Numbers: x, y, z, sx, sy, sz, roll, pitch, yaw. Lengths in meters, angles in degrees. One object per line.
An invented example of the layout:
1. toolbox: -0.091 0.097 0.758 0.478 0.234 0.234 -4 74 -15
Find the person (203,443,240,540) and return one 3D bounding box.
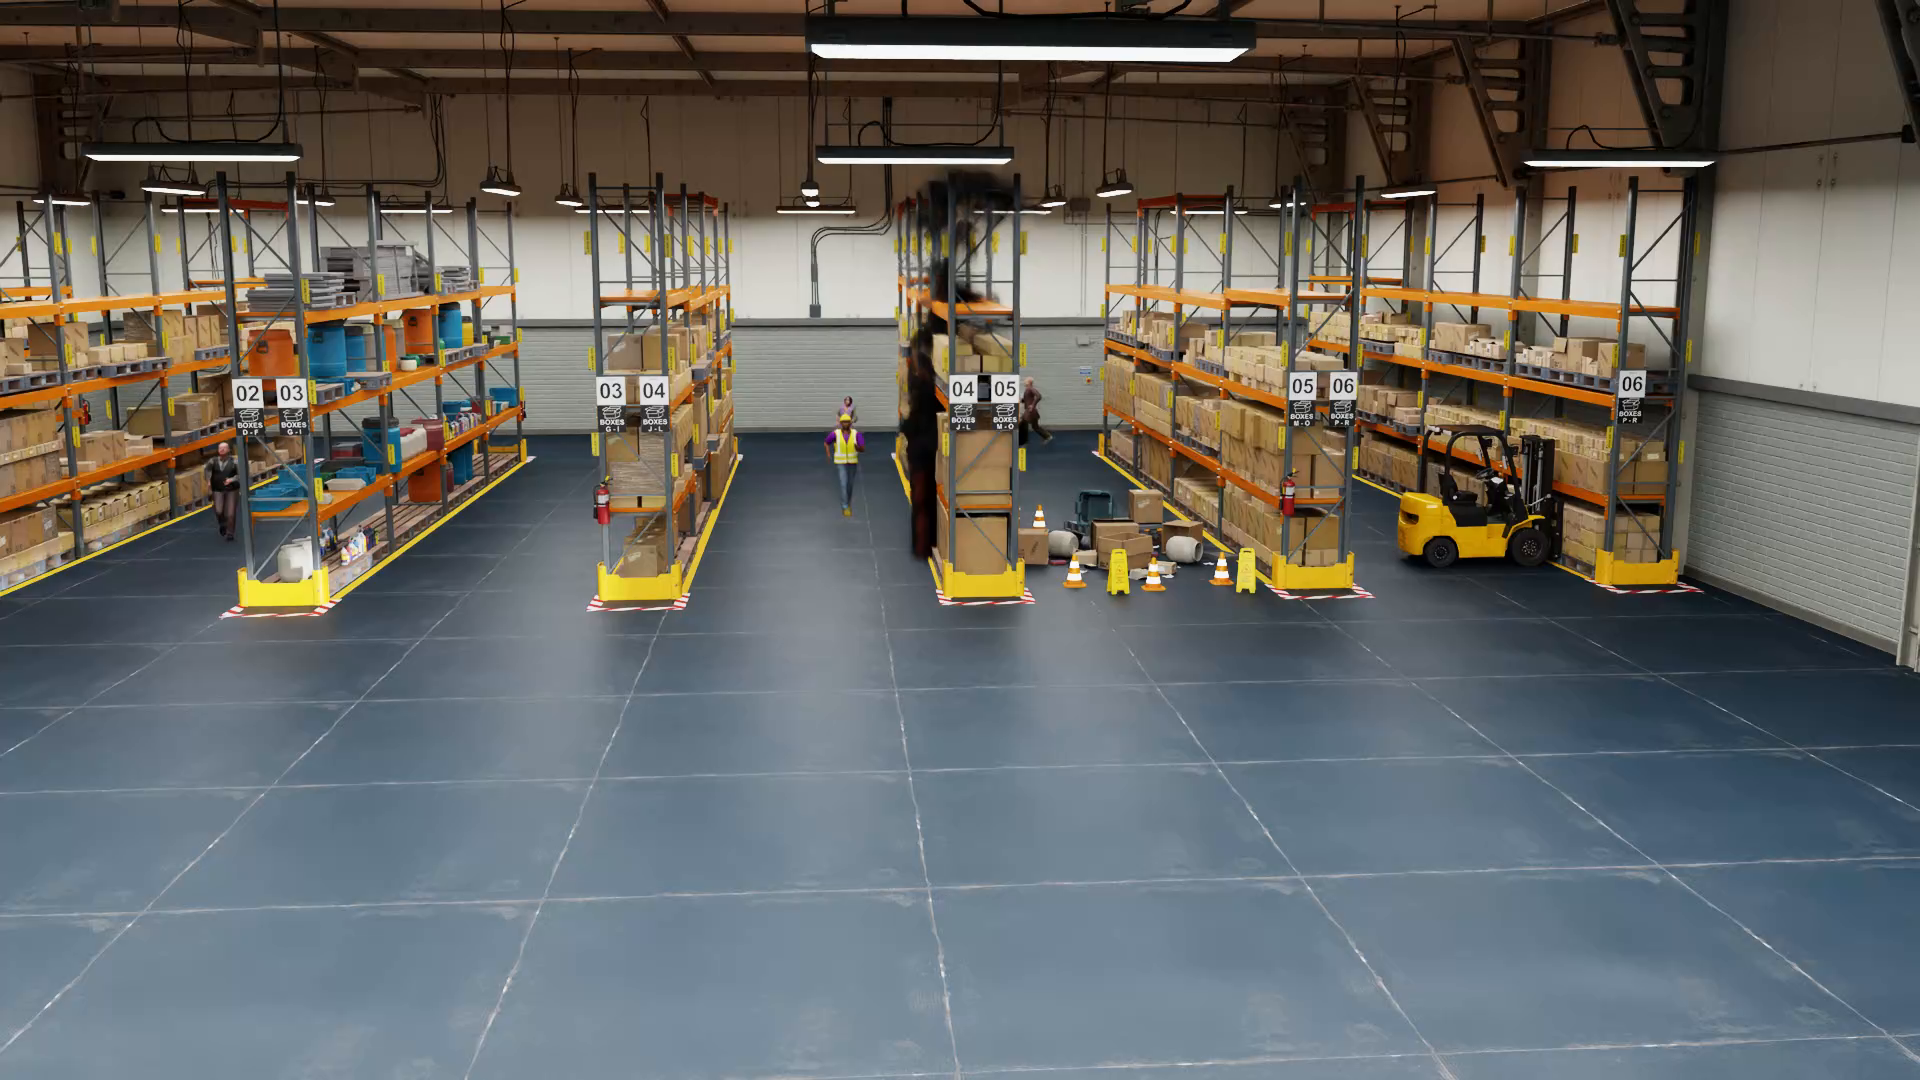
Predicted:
1. person: -12.622 -0.821 28.537 0.663 1.688 0.584 -3 11 -18

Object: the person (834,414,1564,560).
1. person: 4.250 -0.973 28.065 11.741 2.039 6.879 -3 10 -15

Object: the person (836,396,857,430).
1. person: -2.689 -2.615 39.158 0.580 1.530 0.503 2 10 14

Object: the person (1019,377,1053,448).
1. person: 1.820 -3.143 41.379 1.041 1.820 0.725 0 10 1
